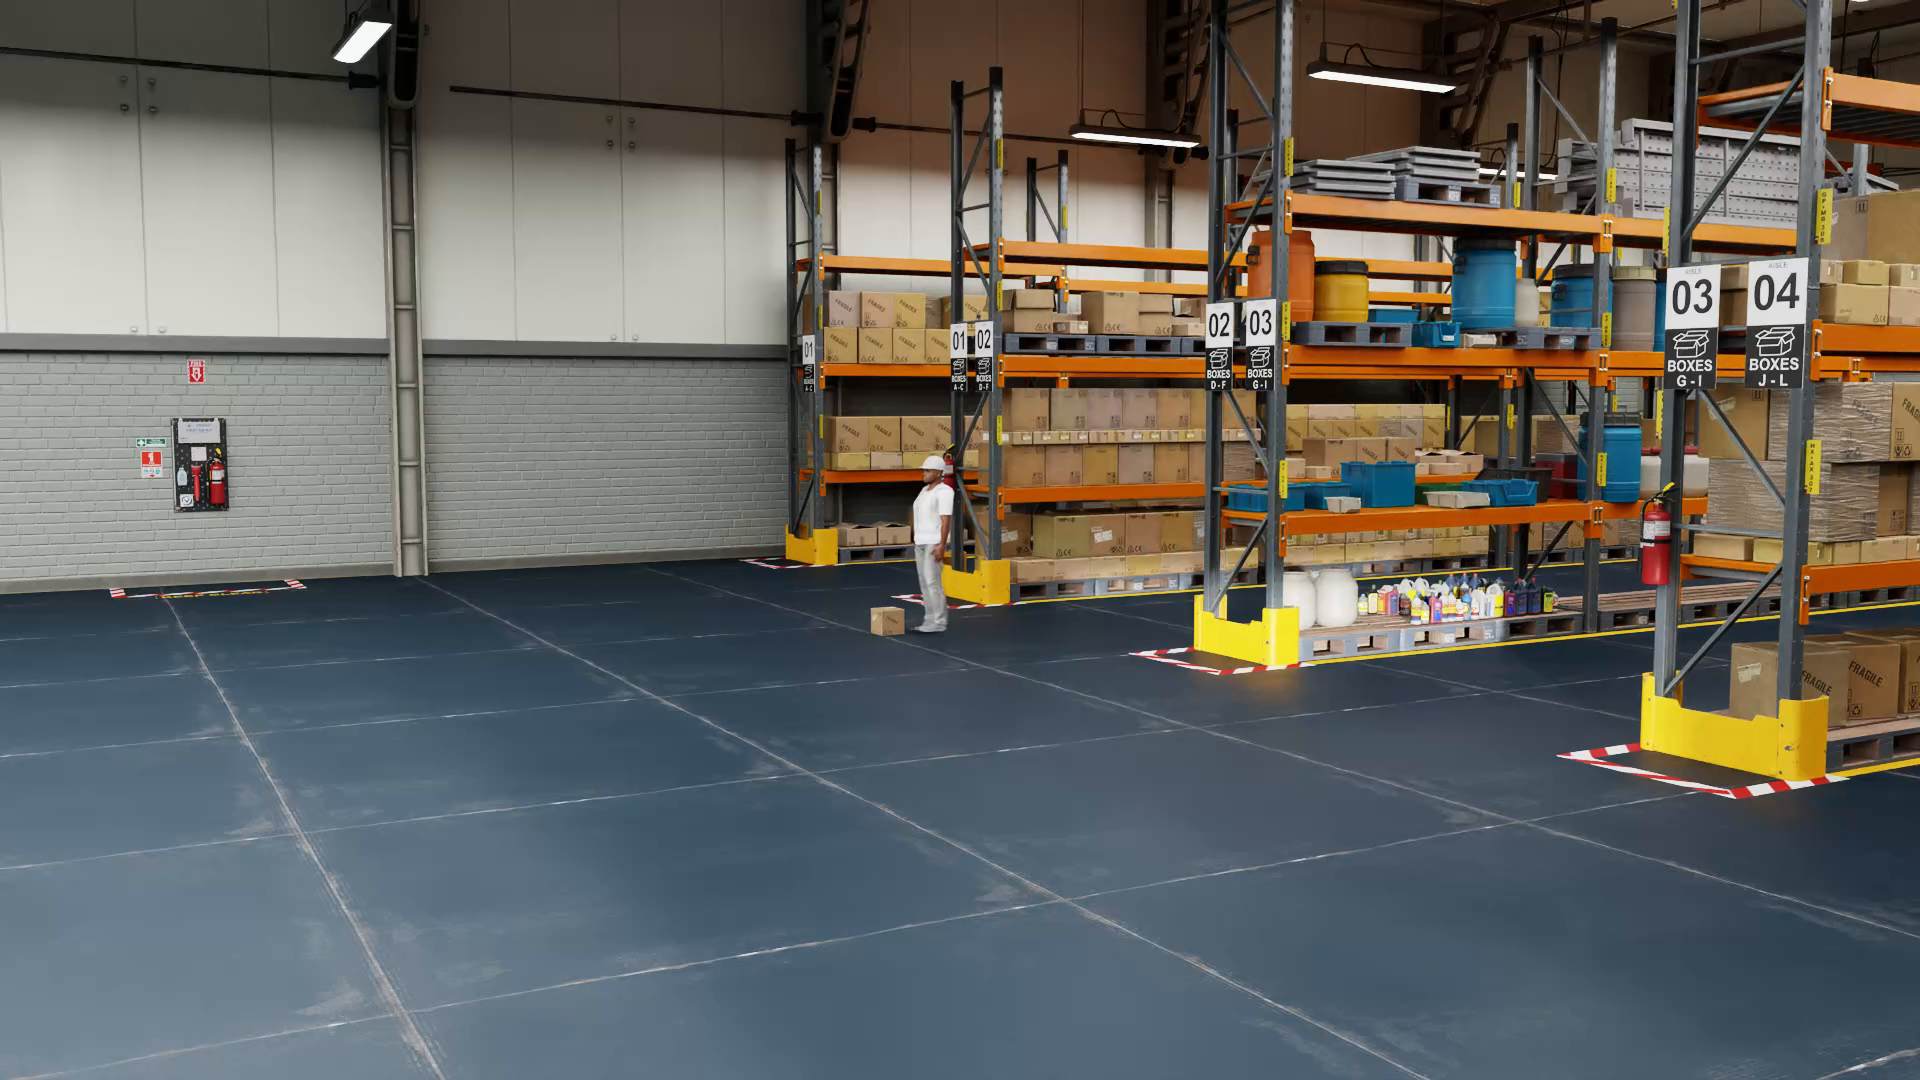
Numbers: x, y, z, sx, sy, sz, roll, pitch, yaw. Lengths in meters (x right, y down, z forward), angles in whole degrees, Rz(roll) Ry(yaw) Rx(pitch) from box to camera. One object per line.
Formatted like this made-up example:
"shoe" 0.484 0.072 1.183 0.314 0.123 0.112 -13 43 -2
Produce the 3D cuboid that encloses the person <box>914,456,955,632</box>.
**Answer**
"person" -0.291 0.048 16.706 0.383 1.781 0.563 -3 6 -27
